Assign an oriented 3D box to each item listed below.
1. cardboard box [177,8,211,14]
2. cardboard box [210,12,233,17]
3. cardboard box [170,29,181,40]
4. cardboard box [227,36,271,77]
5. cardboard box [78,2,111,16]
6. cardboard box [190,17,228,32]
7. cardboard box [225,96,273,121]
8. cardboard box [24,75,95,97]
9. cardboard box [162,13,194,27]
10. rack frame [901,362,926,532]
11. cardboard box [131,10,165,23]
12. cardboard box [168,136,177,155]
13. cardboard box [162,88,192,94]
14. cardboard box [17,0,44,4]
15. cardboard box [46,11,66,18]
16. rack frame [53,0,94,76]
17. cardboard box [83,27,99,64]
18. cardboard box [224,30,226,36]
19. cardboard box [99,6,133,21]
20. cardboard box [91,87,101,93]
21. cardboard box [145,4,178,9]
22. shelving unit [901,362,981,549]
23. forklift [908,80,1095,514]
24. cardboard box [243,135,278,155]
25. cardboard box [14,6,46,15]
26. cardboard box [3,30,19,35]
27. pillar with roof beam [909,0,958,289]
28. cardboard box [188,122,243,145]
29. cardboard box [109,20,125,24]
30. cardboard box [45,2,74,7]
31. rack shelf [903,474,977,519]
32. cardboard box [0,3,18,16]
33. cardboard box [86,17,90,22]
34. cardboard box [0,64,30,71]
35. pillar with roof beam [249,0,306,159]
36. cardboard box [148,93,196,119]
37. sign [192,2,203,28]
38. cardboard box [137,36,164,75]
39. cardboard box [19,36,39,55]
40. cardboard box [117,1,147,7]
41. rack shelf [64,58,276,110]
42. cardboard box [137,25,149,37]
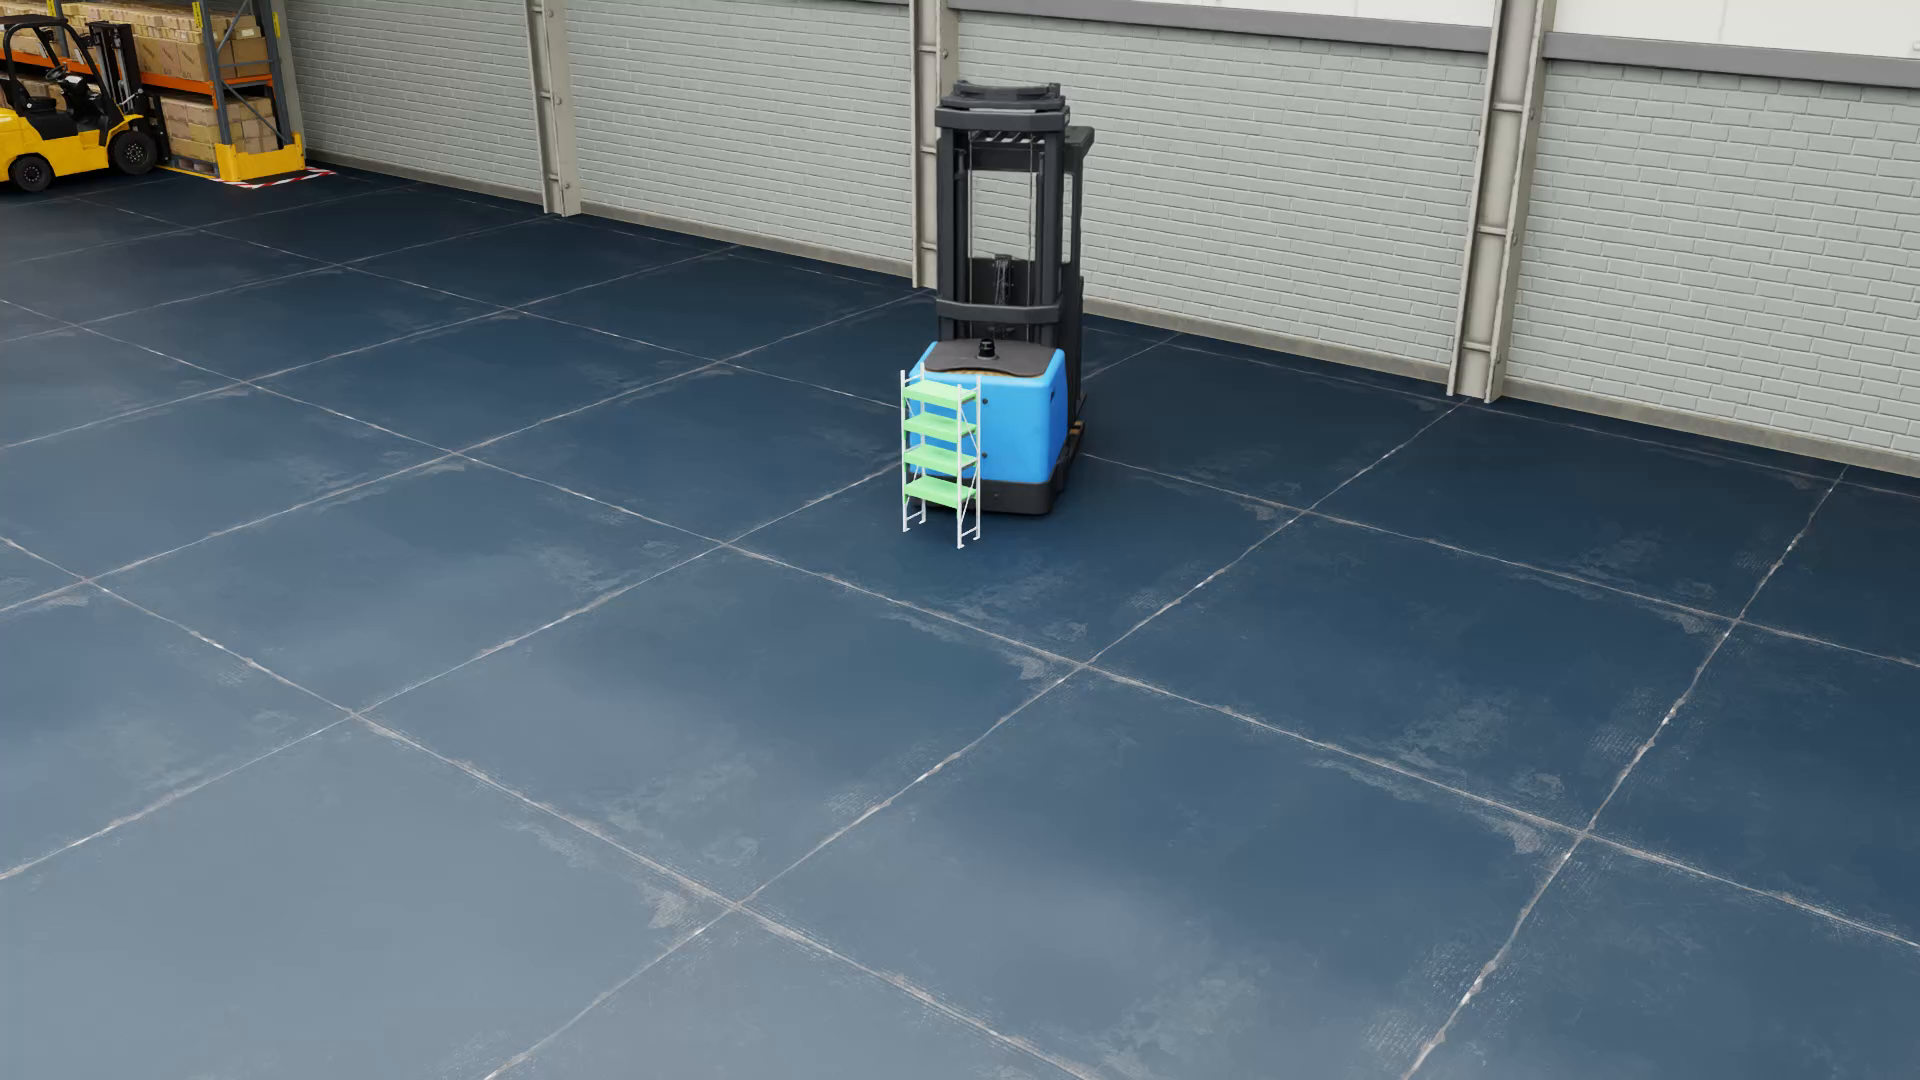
[{"bbox_3d":[-10.966,-7.528,23.817,0.250,0.149,0.380,16,28,32],"label":"cardboard box"},{"bbox_3d":[-10.400,-7.312,23.328,0.250,0.149,0.380,17,29,34],"label":"cardboard box"},{"bbox_3d":[-10.689,-7.021,23.035,0.250,0.149,0.380,17,29,34],"label":"cardboard box"},{"bbox_3d":[-10.081,-6.805,23.350,0.500,0.500,0.500,18,29,35],"label":"cardboard box"},{"bbox_3d":[-12.700,-7.795,24.423,0.250,0.149,0.380,17,29,34],"label":"cardboard box"},{"bbox_3d":[-10.264,-7.047,22.727,0.250,0.149,0.380,17,29,33],"label":"cardboard box"},{"bbox_3d":[-10.122,-6.119,23.566,0.500,0.250,0.500,16,29,33],"label":"cardboard box"},{"bbox_3d":[-14.092,-6.935,26.195,0.625,0.625,0.875,16,29,33],"label":"cardboard box"},{"bbox_3d":[-10.860,-7.236,23.154,0.250,0.149,0.380,17,29,34],"label":"cardboard box"},{"bbox_3d":[-0.328,-0.648,11.733,0.015,1.200,0.240,17,29,33],"label":"rack frame"},{"bbox_3d":[-11.495,-7.416,23.564,0.250,0.149,0.380,17,29,34],"label":"cardboard box"},{"bbox_3d":[-11.203,-5.743,23.953,0.500,0.250,0.500,17,29,34],"label":"cardboard box"},{"bbox_3d":[-11.323,-6.489,24.406,0.500,0.250,0.500,16,28,32],"label":"cardboard box"},{"bbox_3d":[-14.630,-8.449,26.276,0.250,0.149,0.380,18,29,35],"label":"cardboard box"},{"bbox_3d":[-13.458,-7.871,24.965,0.250,0.149,0.380,18,29,35],"label":"cardboard box"},{"bbox_3d":[-13.051,-7.517,25.091,0.127,3.000,1.000,17,29,33],"label":"rack frame"},{"bbox_3d":[-12.426,-7.251,24.362,0.500,0.500,0.500,17,29,34],"label":"cardboard box"},{"bbox_3d":[-10.202,-7.097,23.209,0.250,0.149,0.380,17,29,33],"label":"cardboard box"},{"bbox_3d":[-12.133,-7.581,23.938,0.250,0.149,0.380,16,29,32],"label":"cardboard box"},{"bbox_3d":[-12.449,-6.563,24.576,0.500,0.250,0.500,17,29,33],"label":"cardboard box"},{"bbox_3d":[-11.609,-7.696,24.199,0.250,0.149,0.380,16,29,33],"label":"cardboard box"},{"bbox_3d":[-0.132,-0.589,11.599,0.503,1.200,0.258,17,29,33],"label":"shelving unit"},{"bbox_3d":[0.415,-2.091,12.861,1.130,2.935,3.031,5,24,10],"label":"forklift"},{"bbox_3d":[-10.126,-5.666,23.778,0.500,0.250,0.500,17,29,34],"label":"cardboard box"},{"bbox_3d":[-14.130,-8.024,25.313,0.250,0.149,0.380,16,28,32],"label":"cardboard box"},{"bbox_3d":[-14.419,-7.961,25.664,0.500,0.250,0.500,17,29,34],"label":"cardboard box"},{"bbox_3d":[-2.847,-5.464,12.989,0.400,9.000,9.100,17,29,33],"label":"pillar with roof beam"},{"bbox_3d":[-10.428,-5.729,23.303,0.500,0.250,0.500,16,29,33],"label":"cardboard box"},{"bbox_3d":[-11.947,-7.379,23.849,0.250,0.149,0.380,16,28,32],"label":"cardboard box"},{"bbox_3d":[-13.987,-8.280,25.893,0.250,0.149,0.380,17,29,33],"label":"cardboard box"},{"bbox_3d":[-0.132,-0.311,11.721,0.480,0.148,0.258,17,29,33],"label":"rack shelf"},{"bbox_3d":[-14.757,-8.209,25.733,0.250,0.149,0.380,16,28,32],"label":"cardboard box"},{"bbox_3d":[-12.521,-7.582,24.309,0.250,0.149,0.380,17,29,33],"label":"cardboard box"},{"bbox_3d":[-15.761,-7.435,27.328,0.625,0.625,0.875,18,29,35],"label":"cardboard box"},{"bbox_3d":[-12.449,-8.365,19.576,0.400,9.000,9.100,17,29,33],"label":"pillar with roof beam"},{"bbox_3d":[-11.228,-6.192,23.733,0.500,0.250,0.500,17,29,34],"label":"cardboard box"},{"bbox_3d":[-10.187,-7.016,22.224,0.005,0.325,0.100,17,29,33],"label":"sign"},{"bbox_3d":[-11.222,-6.882,23.526,0.500,0.500,0.500,16,29,32],"label":"cardboard box"},{"bbox_3d":[-14.017,-7.606,25.478,0.500,0.250,0.500,17,29,33],"label":"cardboard box"},{"bbox_3d":[-12.219,-7.882,24.622,0.250,0.149,0.380,17,29,33],"label":"cardboard box"},{"bbox_3d":[-11.451,-6.704,24.138,4.000,0.370,1.077,17,29,33],"label":"rack shelf"},{"bbox_3d":[-11.337,-7.188,23.416,0.250,0.149,0.380,17,29,34],"label":"cardboard box"}]
